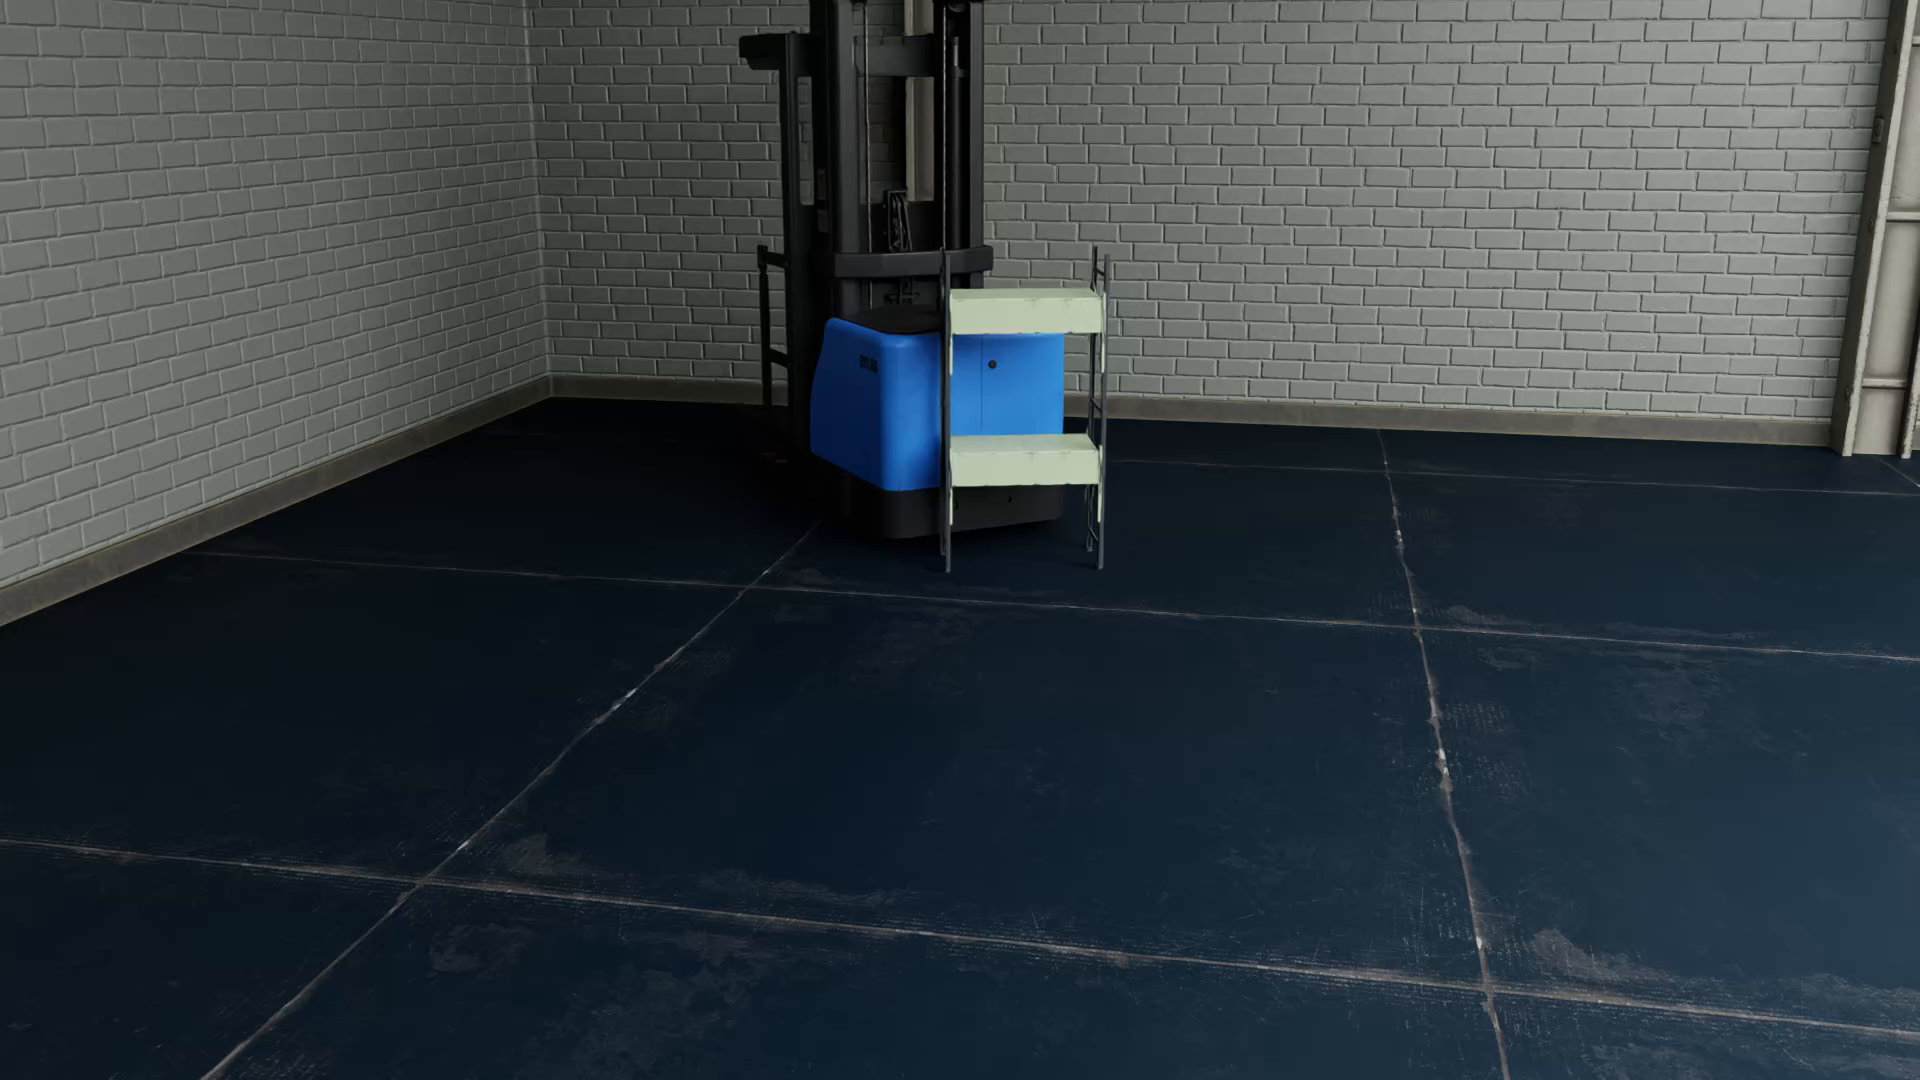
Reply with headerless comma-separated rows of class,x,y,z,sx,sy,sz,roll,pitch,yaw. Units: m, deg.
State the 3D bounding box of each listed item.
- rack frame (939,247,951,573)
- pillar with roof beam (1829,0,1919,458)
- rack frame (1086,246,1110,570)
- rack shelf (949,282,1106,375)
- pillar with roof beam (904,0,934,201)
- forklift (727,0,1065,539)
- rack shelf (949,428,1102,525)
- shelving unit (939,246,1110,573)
rack frame,-0.071,-0.617,7.911,0.023,1.500,0.400,-1,16,-4
pillar with roof beam,4.880,-3.768,5.236,0.400,9.000,9.100,3,16,11
rack frame,0.659,-0.633,7.967,0.023,1.500,0.400,-1,16,-4
rack shelf,0.294,-1.001,7.835,0.720,0.370,0.431,-1,16,-4
pillar with roof beam,-1.000,-4.087,6.388,0.400,9.000,9.100,3,16,11
forklift,-0.556,-1.762,9.364,1.130,2.935,3.031,-7,17,-25
rack shelf,0.294,-0.311,8.026,0.720,0.370,0.431,-1,16,-4
shelving unit,0.294,-0.625,7.939,0.755,1.500,0.431,-1,16,-4
